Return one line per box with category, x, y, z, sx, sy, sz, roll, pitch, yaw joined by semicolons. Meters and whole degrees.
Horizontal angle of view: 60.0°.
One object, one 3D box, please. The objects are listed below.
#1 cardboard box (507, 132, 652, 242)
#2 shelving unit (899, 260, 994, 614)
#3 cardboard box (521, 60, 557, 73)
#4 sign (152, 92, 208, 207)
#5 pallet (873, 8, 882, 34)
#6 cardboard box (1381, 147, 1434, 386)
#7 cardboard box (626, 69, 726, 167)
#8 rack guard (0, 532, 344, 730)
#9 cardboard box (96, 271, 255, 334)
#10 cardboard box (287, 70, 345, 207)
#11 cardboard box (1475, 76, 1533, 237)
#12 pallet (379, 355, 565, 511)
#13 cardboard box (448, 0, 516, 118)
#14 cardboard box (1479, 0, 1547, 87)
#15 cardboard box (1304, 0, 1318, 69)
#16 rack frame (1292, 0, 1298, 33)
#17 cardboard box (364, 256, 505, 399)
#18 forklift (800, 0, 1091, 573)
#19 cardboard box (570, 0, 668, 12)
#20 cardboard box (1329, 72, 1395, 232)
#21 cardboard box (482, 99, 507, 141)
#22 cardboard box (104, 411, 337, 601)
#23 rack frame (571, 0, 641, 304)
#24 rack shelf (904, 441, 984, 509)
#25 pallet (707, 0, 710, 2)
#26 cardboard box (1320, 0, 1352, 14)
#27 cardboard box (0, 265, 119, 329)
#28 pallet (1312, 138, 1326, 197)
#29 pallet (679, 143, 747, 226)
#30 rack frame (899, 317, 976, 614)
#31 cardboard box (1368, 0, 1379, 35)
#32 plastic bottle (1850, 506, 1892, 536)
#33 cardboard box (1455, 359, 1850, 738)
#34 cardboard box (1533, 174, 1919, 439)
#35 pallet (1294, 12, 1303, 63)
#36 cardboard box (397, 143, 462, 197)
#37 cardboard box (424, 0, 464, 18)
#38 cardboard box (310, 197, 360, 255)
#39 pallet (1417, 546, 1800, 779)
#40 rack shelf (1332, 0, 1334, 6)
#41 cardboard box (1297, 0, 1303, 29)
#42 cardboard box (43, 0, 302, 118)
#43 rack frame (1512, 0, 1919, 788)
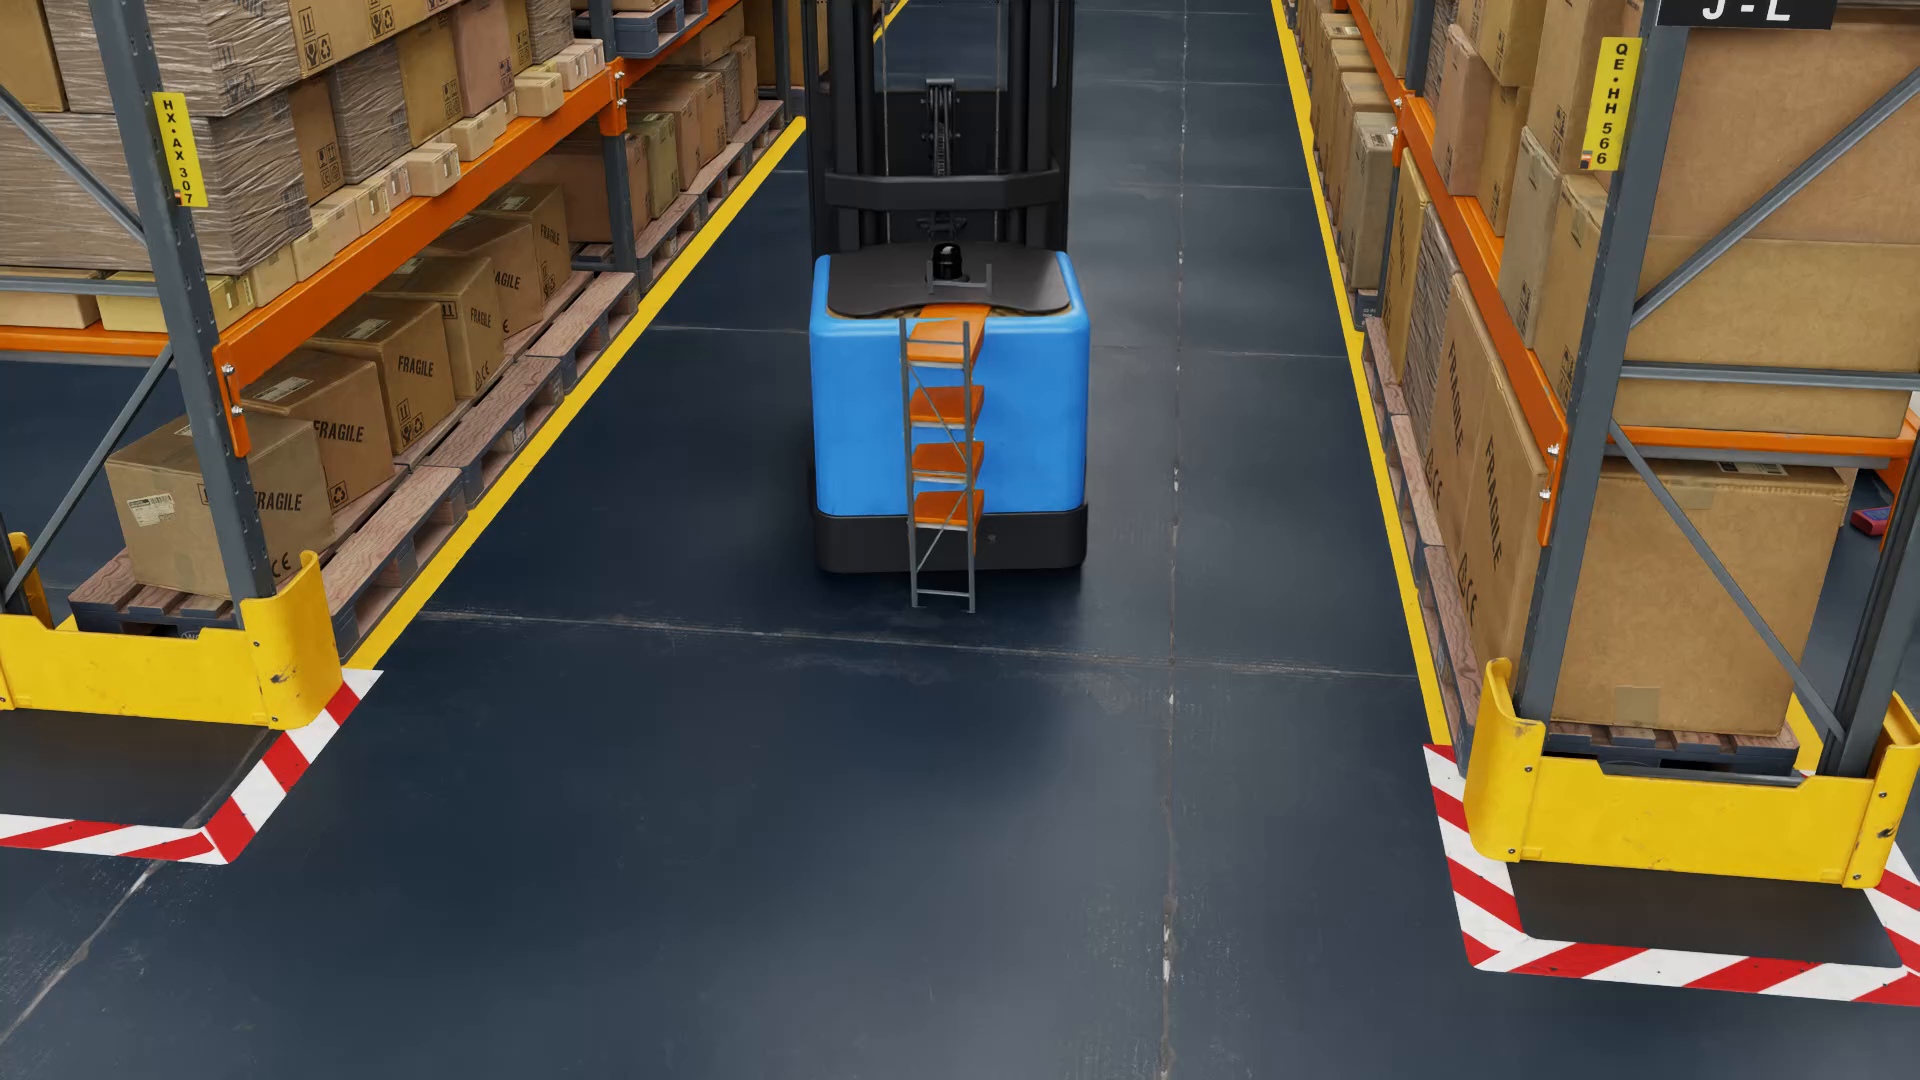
cardboard box;-2.174;-2.024;9.516;0.700;0.500;0.500;1;28;2
shelving unit;-0.032;-0.368;6.143;0.258;1.200;0.503;4;33;9
cardboard box;-2.136;-2.183;7.904;0.380;0.149;0.250;3;28;6
sign;-2.222;-1.110;4.735;0.100;0.325;0.005;3;28;6
pallet;-1.310;-4.814;15.462;1.003;0.211;1.213;3;28;6
cardboard box;2.493;-1.265;7.732;0.875;0.875;0.875;4;29;7
cardboard box;-1.961;-2.773;10.907;0.700;0.500;0.500;6;29;10
rack guard;-2.752;0.305;5.658;1.175;0.500;0.348;3;28;6
cardboard box;-2.489;-0.770;5.281;0.380;0.149;0.250;3;28;6
cardboard box;-2.724;-1.435;5.831;0.875;0.500;0.500;3;28;6
cardboard box;2.413;-1.436;6.095;0.875;0.550;0.500;3;28;6
pallet;-2.465;-0.521;7.495;1.003;0.211;1.213;3;28;6
cardboard box;-2.445;-2.135;7.132;0.875;0.500;0.500;3;28;6
cardboard box;2.348;-1.915;5.846;0.875;0.550;0.500;3;28;6
cardboard box;3.067;-4.093;13.378;0.500;0.500;0.500;2;28;4
rack frame;3.620;-6.073;14.860;1.000;3.000;0.127;3;28;6
cardboard box;-2.420;-0.975;7.589;0.500;0.500;0.500;1;28;2
forklift;-0.101;-1.827;7.050;1.130;2.935;3.031;-1;28;-2
cardboard box;-2.035;-3.458;8.930;1.000;1.000;1.000;4;29;7
cardboard box;2.748;-2.253;9.698;1.050;0.750;0.750;3;28;6
cardboard box;-2.208;-1.829;7.247;0.380;0.149;0.250;3;28;6
cardboard box;-2.668;-0.138;6.035;0.500;0.500;0.500;9;30;16
rack frame;-2.271;-2.643;8.493;1.000;3.000;0.127;3;28;6
rack shelf;-0.030;-0.312;6.179;0.258;0.148;0.480;4;33;9
pallet;-1.983;-3.507;10.300;1.003;0.211;1.213;3;28;6
cardboard box;2.953;-3.942;12.306;0.500;0.250;0.500;3;28;5
cardboard box;-2.931;-0.796;5.329;0.380;0.149;0.250;3;28;6
pallet;2.958;-2.596;11.346;1.003;0.211;1.213;3;28;6
pallet;-2.030;-2.358;10.904;1.003;0.211;1.213;3;28;6
rack frame;-0.074;-0.238;5.941;0.240;1.200;0.015;4;33;9
cardboard box;2.562;-3.088;9.214;0.500;0.500;0.500;4;29;7
plastic bottle;3.831;-0.083;6.840;0.283;0.061;0.133;-6;29;-11
cardboard box;2.167;0.003;5.379;0.875;0.875;0.875;4;29;6
cardboard box;2.150;-0.668;4.669;0.875;0.550;0.550;3;28;6
pallet;3.526;-4.479;14.841;1.003;0.211;1.213;3;28;6
cardboard box;-2.209;-1.470;6.581;0.380;0.149;0.250;3;28;6
cardboard box;-2.240;-2.324;6.429;0.500;0.500;0.500;3;28;6
cardboard box;-2.384;-1.122;5.935;0.380;0.149;0.250;3;28;6
pallet;2.170;0.422;5.743;1.003;0.211;1.213;3;28;6
rack shelf;3.375;-4.815;13.283;1.077;0.370;4.000;3;28;6
cardboard box;3.266;-4.825;14.736;0.500;0.500;0.500;4;29;8
cardboard box;-2.423;-1.618;5.118;0.500;0.500;0.500;3;28;6
rack frame;2.149;-0.424;4.375;1.000;3.000;0.127;3;28;6
